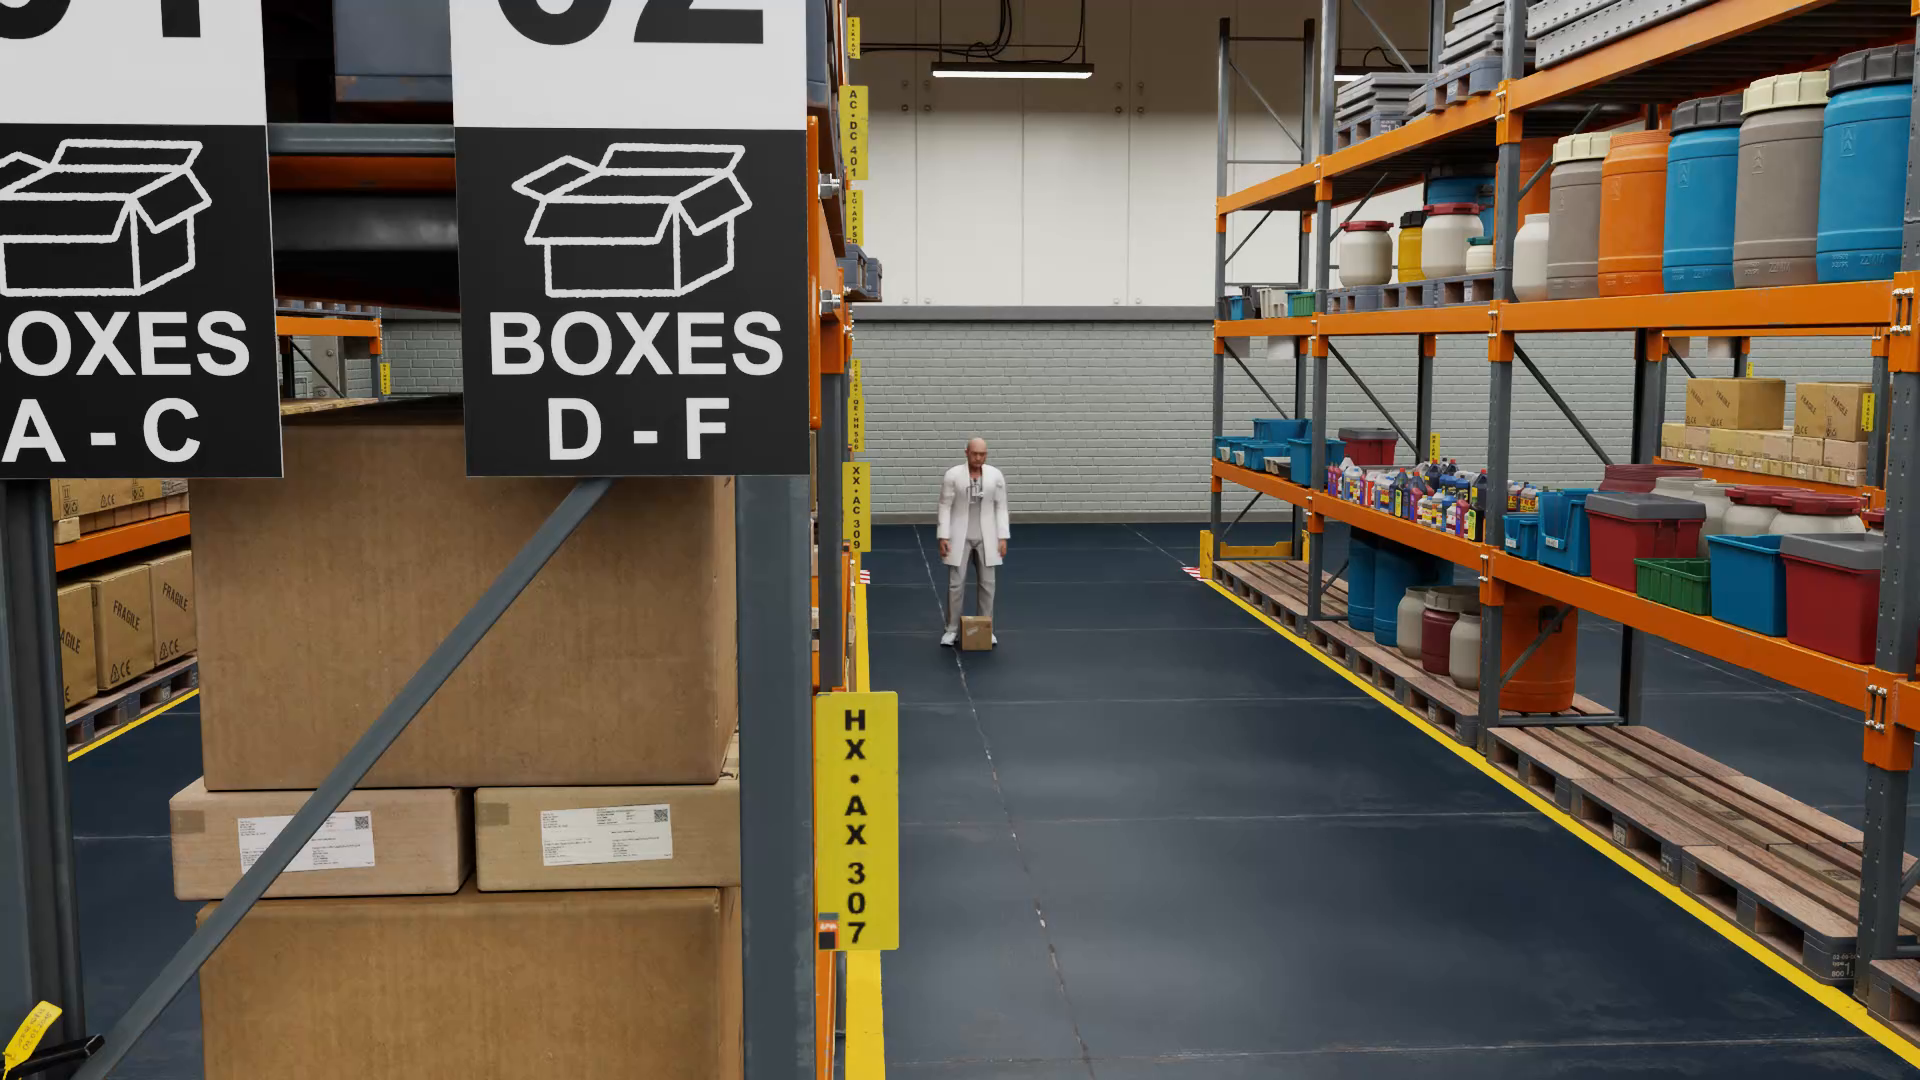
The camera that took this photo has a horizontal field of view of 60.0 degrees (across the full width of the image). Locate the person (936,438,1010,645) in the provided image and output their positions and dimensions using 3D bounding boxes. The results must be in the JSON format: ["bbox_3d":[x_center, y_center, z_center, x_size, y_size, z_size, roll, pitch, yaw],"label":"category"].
[{"bbox_3d":[0.115,0.006,14.262,0.643,1.772,0.429,-1,7,-6],"label":"person"}]
